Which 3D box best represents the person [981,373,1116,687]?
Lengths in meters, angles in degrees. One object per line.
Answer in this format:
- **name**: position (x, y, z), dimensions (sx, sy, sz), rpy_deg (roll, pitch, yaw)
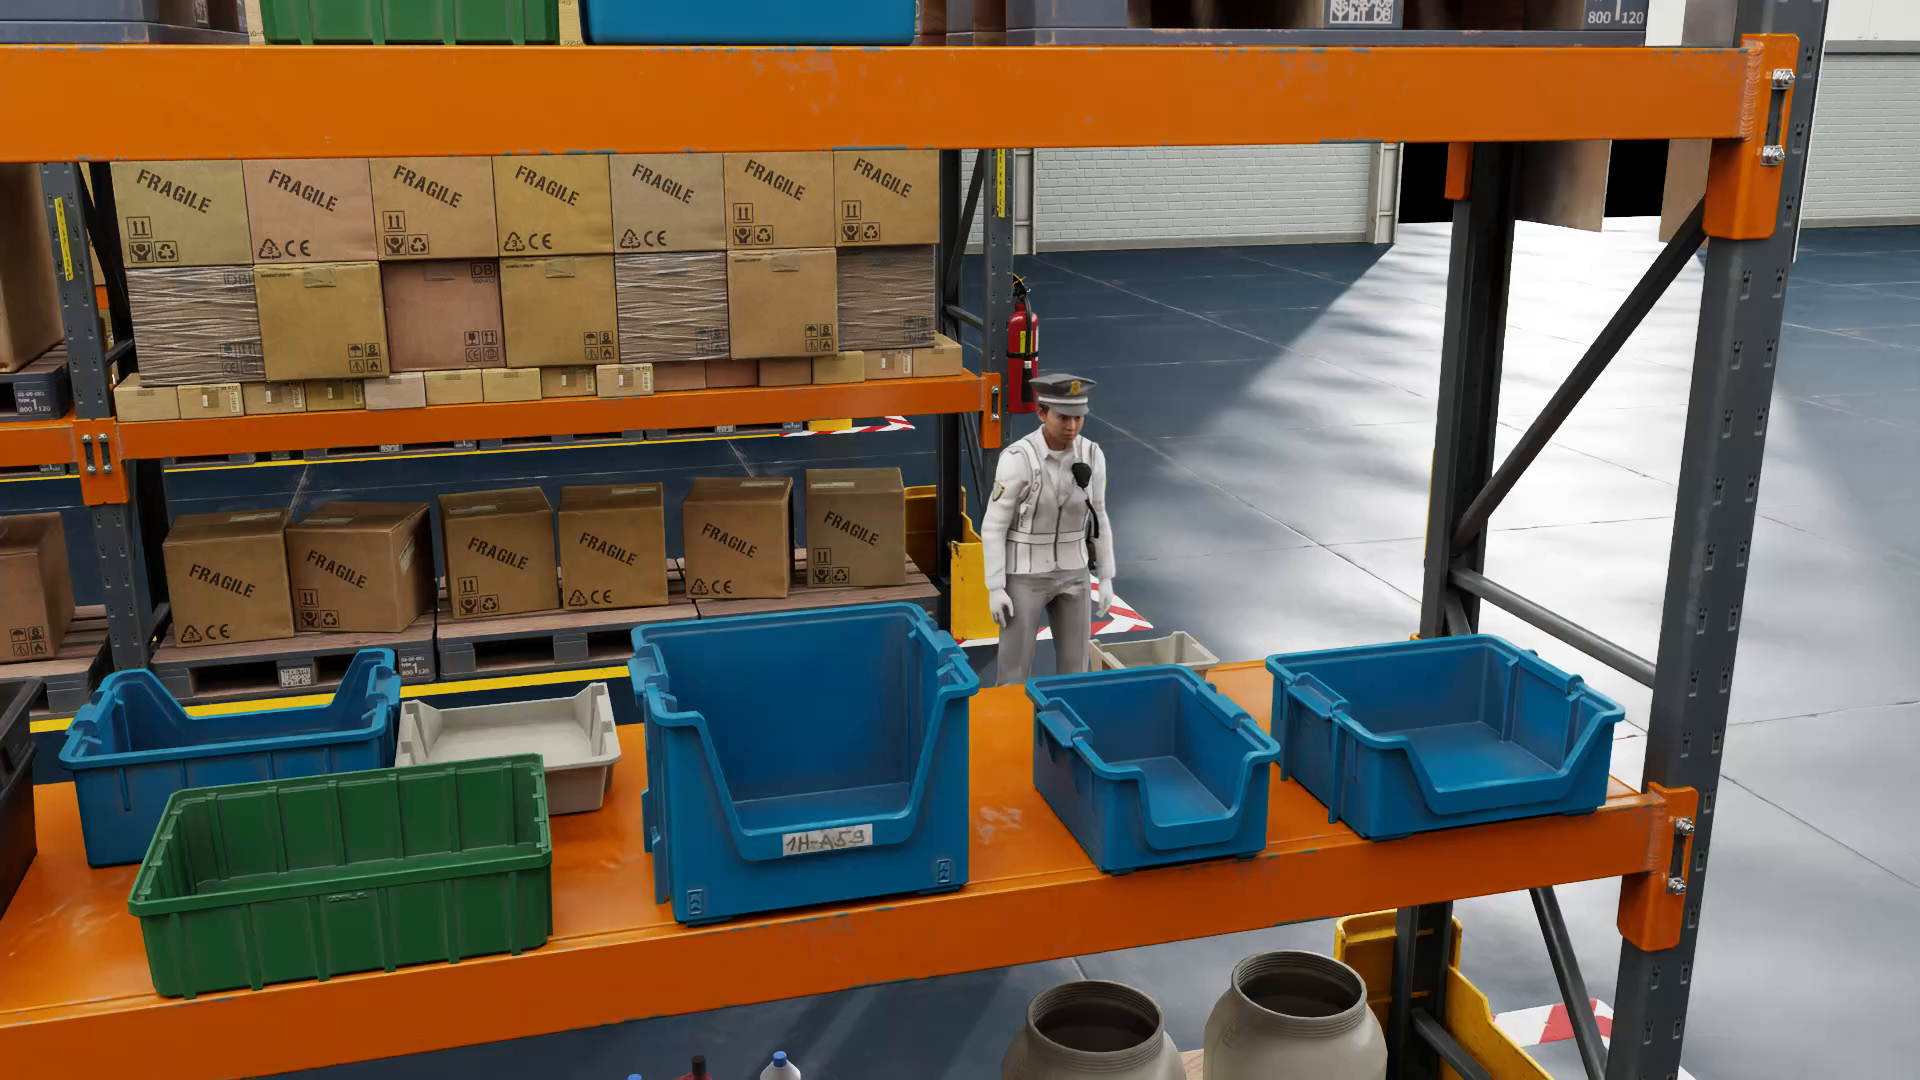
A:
- **person**: position (0.349, 0.177, 6.407), dimensions (0.546, 1.667, 0.407), rpy_deg (-5, 17, -18)
